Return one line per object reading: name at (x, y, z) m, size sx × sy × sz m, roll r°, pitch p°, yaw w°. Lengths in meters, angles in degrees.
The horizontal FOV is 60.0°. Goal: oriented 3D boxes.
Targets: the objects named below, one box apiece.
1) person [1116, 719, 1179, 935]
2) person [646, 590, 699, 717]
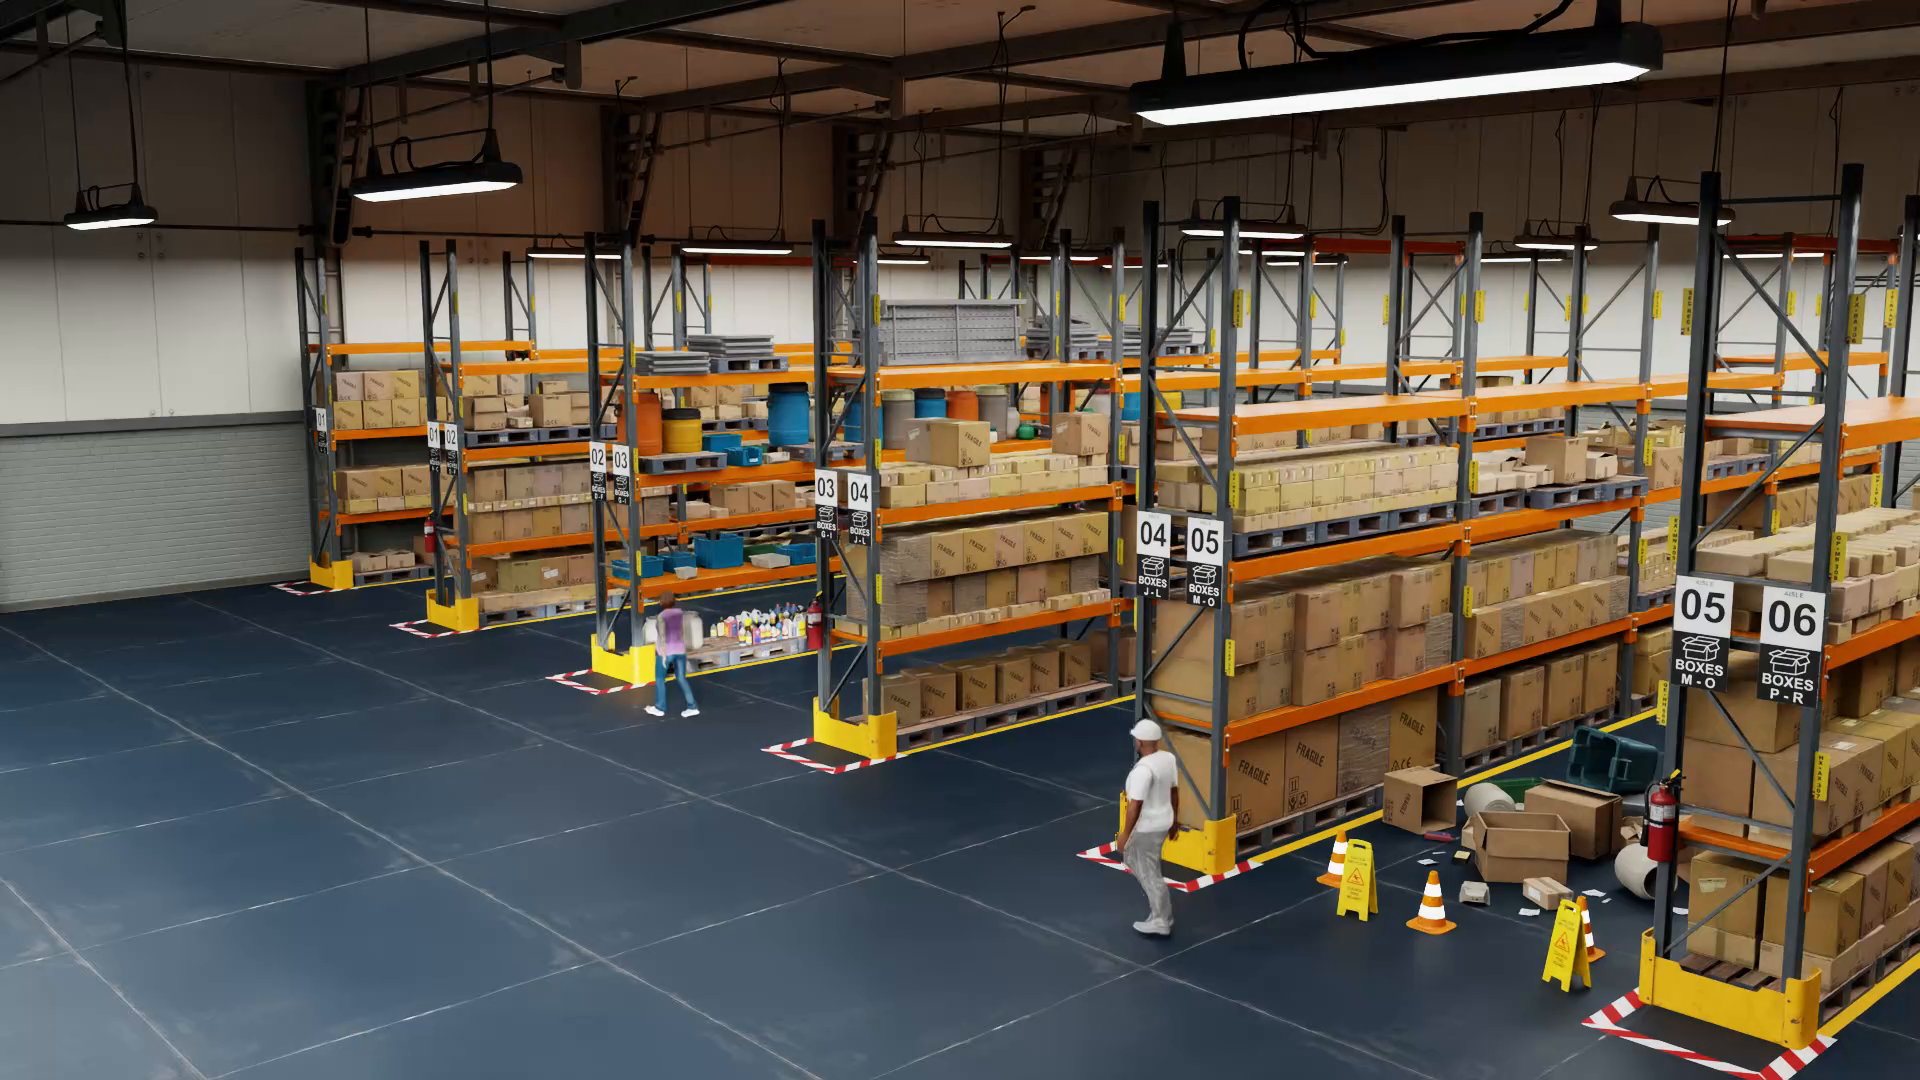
person at (1.514, 2.333, 13.460) m, size 0.465 × 1.791 × 0.555 m, roll 3°, pitch 9°, yaw 19°
person at (-3.537, 1.400, 20.447) m, size 0.726 × 1.579 × 0.414 m, roll 8°, pitch 11°, yaw 43°
